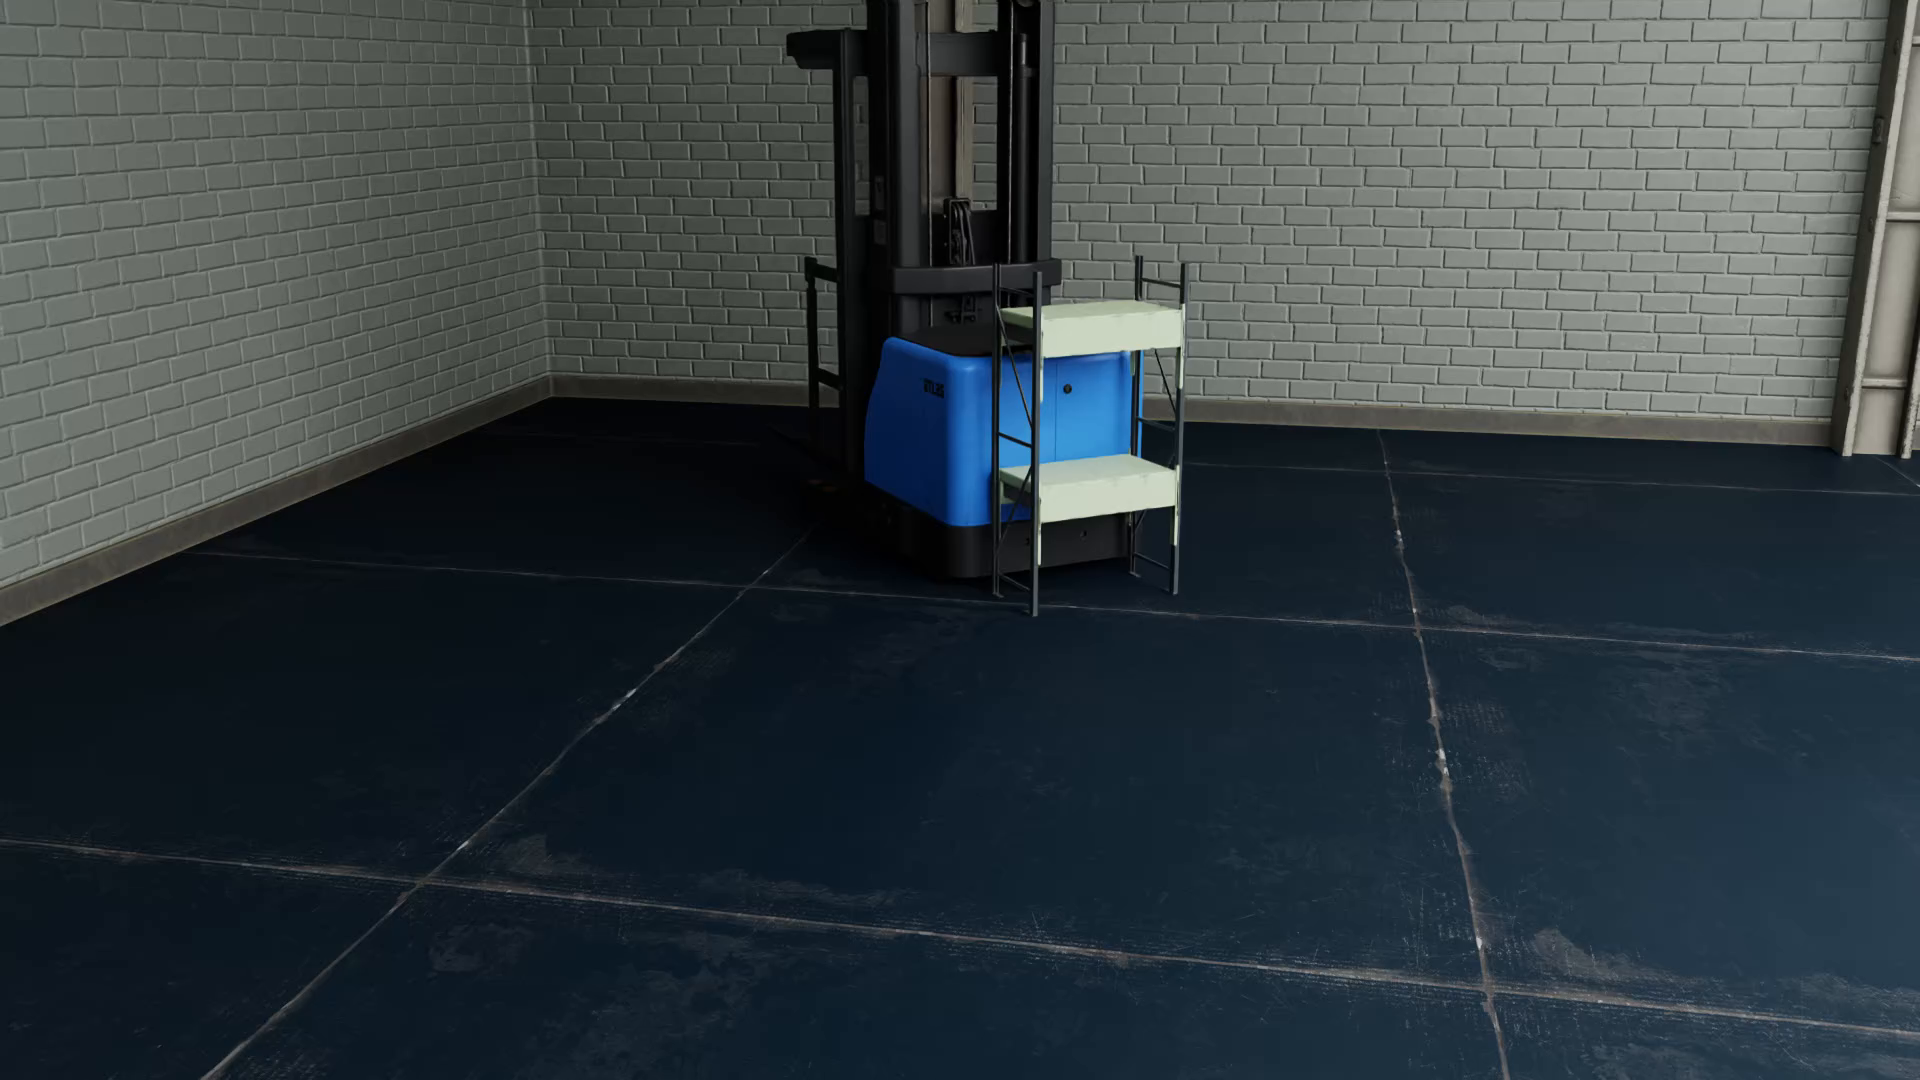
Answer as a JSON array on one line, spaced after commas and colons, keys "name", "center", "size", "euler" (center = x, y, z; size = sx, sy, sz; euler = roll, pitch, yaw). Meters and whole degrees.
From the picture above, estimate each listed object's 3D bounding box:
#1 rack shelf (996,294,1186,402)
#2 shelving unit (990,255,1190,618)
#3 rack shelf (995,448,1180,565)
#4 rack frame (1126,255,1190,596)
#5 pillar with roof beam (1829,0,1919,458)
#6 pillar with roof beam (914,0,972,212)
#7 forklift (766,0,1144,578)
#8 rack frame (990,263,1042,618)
[{"name": "rack shelf", "center": [0.566, -0.851, 7.293], "size": [0.720, 0.370, 0.431], "euler": [-8, 17, -26]}, {"name": "shelving unit", "center": [0.566, -0.475, 7.397], "size": [0.755, 1.500, 0.431], "euler": [-8, 17, -26]}, {"name": "rack shelf", "center": [0.566, -0.161, 7.484], "size": [0.720, 0.370, 0.431], "euler": [-8, 17, -26]}, {"name": "rack frame", "center": [0.893, -0.519, 7.555], "size": [0.023, 1.500, 0.400], "euler": [-8, 17, -26]}, {"name": "pillar with roof beam", "center": [4.880, -3.768, 5.236], "size": [0.400, 9.000, 9.100], "euler": [3, 16, 11]}, {"name": "pillar with roof beam", "center": [-1.000, -4.087, 6.388], "size": [0.400, 9.000, 9.100], "euler": [3, 16, 11]}, {"name": "forklift", "center": [-0.225, -1.583, 8.715], "size": [1.130, 2.935, 3.031], "euler": [-7, 17, -25]}, {"name": "rack frame", "center": [0.239, -0.431, 7.238], "size": [0.023, 1.500, 0.400], "euler": [-8, 17, -26]}]
